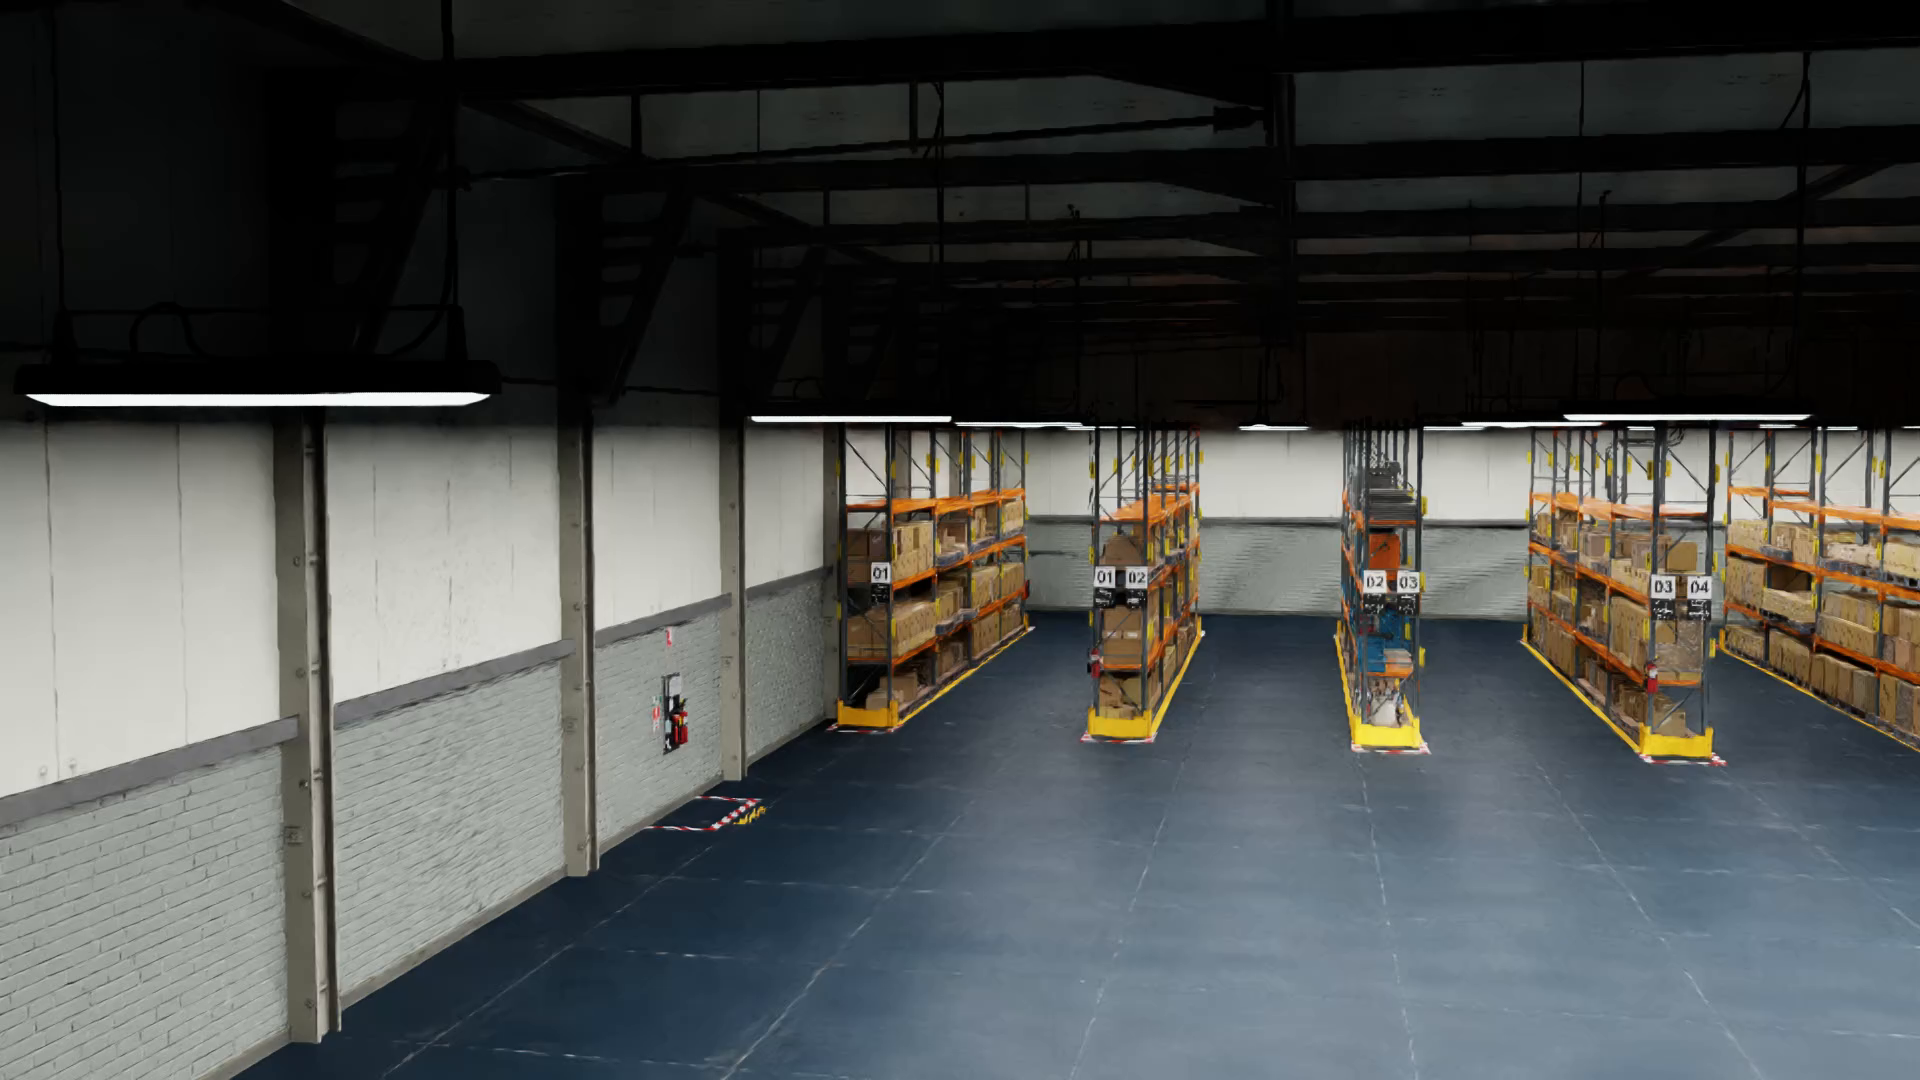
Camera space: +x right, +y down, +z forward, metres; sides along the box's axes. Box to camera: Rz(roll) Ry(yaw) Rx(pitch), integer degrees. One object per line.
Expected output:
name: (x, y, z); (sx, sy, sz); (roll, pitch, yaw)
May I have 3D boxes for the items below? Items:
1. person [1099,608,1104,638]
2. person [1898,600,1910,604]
person: (3.970, 1.915, 46.122); (0.447, 1.589, 1.095); (1, 4, 10)
person: (22.697, 2.279, 40.058); (0.562, 1.663, 0.586); (2, 4, 33)
